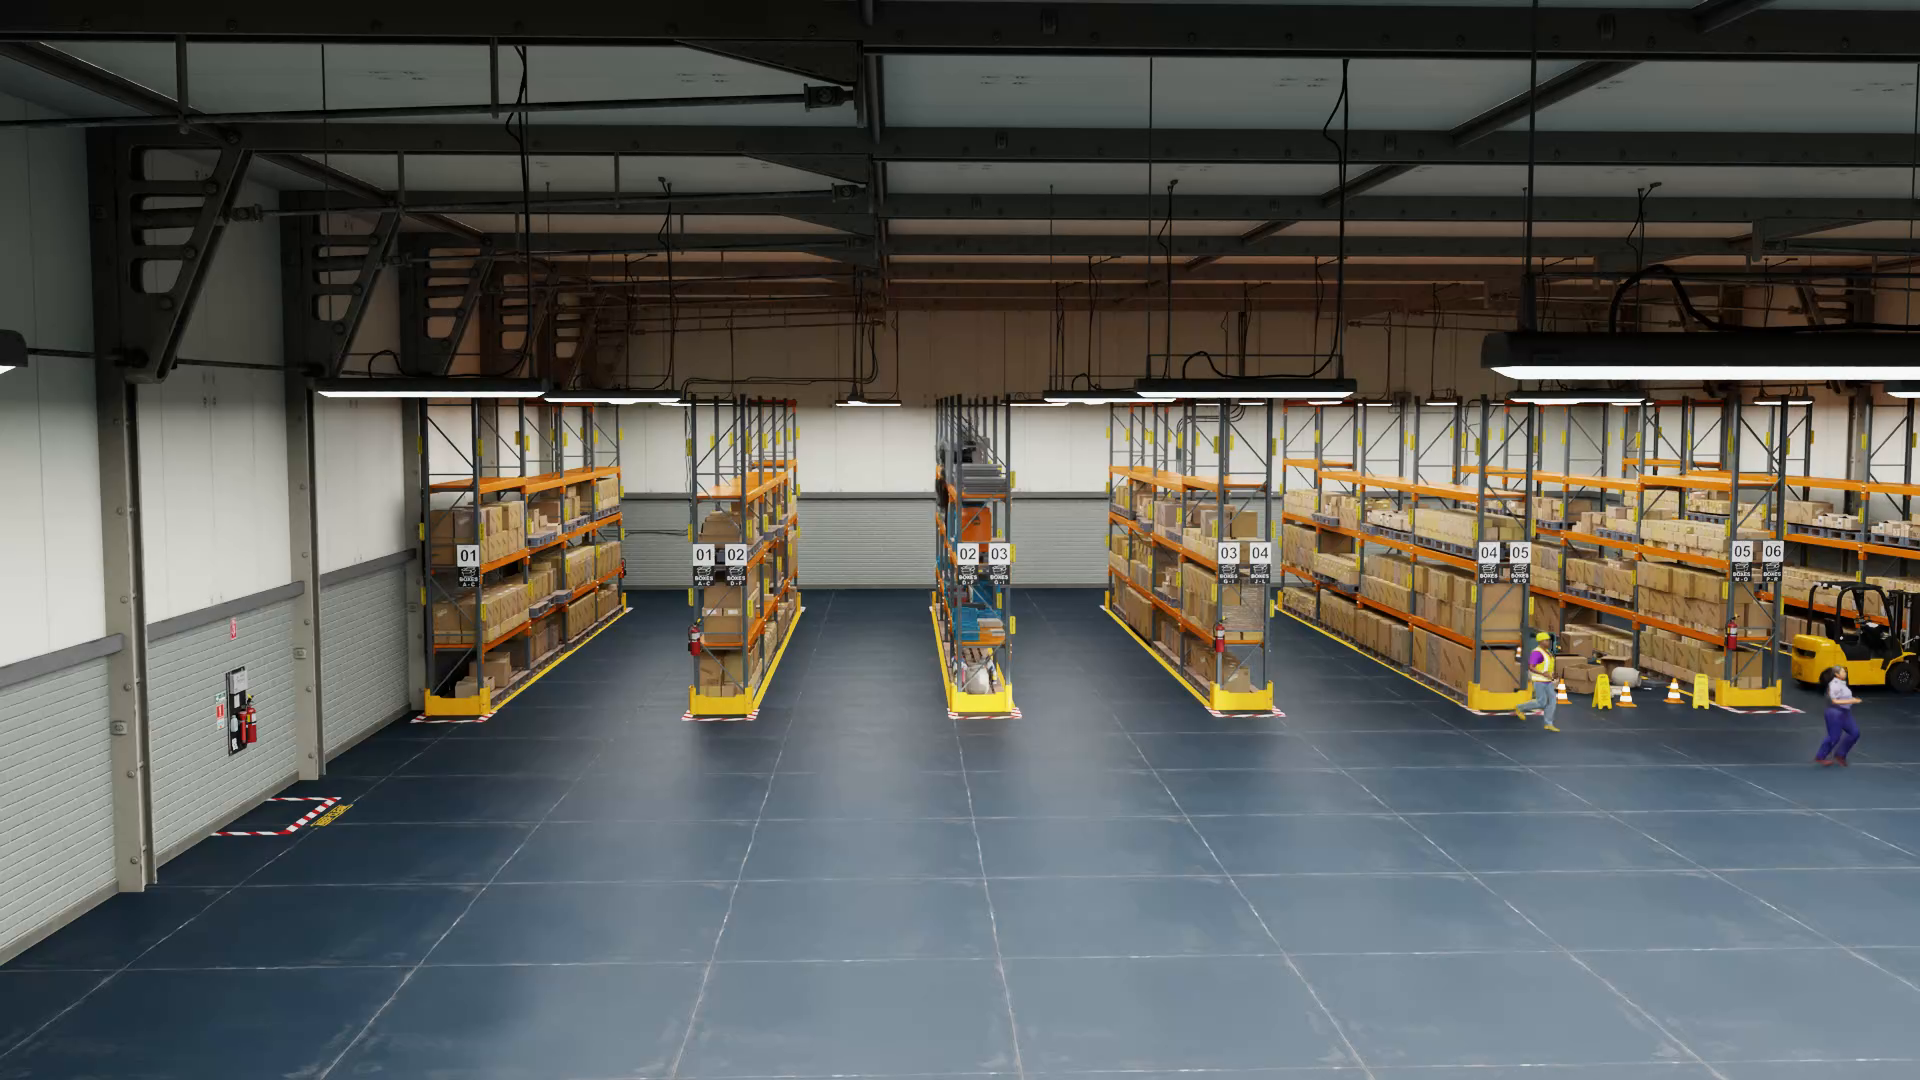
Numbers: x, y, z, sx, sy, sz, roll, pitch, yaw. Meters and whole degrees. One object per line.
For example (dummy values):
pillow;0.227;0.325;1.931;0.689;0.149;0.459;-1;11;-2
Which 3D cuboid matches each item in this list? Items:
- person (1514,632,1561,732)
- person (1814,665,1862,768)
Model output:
person;10.376;2.527;29.741;0.840;1.761;0.702;4;6;43
person;14.033;2.829;26.513;0.662;1.676;0.587;4;6;44
